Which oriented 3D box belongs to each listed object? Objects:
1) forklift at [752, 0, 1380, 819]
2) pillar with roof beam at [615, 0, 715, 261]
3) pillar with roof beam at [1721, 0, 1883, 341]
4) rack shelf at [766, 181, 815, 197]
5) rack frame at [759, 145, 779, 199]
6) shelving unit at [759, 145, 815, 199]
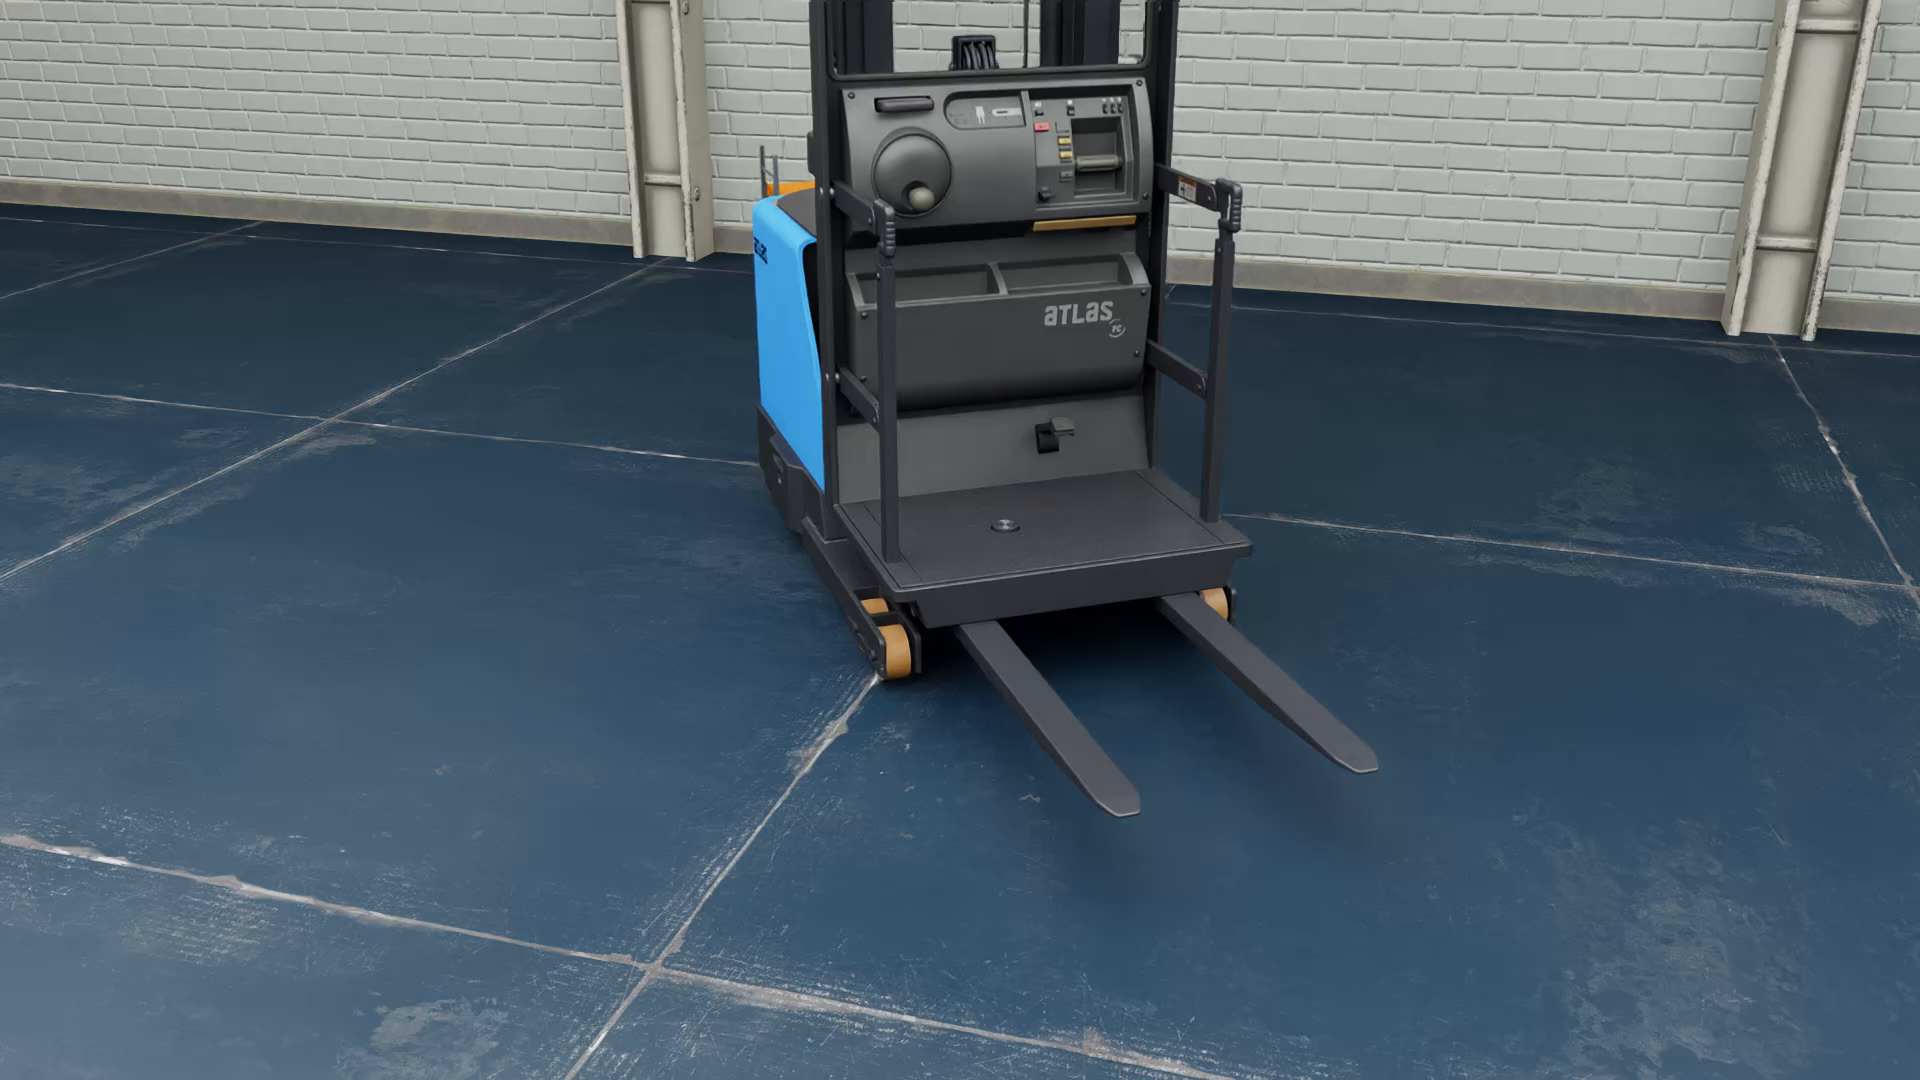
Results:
[{"bbox_3d":[0.189,-1.121,4.641,1.130,2.935,3.031,-7,23,-17],"label":"forklift"},{"bbox_3d":[-2.946,-4.310,4.419,0.400,9.000,9.100,7,23,16],"label":"pillar with roof beam"},{"bbox_3d":[2.799,-3.652,2.816,0.400,9.000,9.100,7,23,16],"label":"pillar with roof beam"},{"bbox_3d":[-0.471,-1.264,6.235,0.480,0.148,0.258,-7,23,-17],"label":"rack shelf"},{"bbox_3d":[-0.702,-0.871,6.311,0.015,1.200,0.240,-7,23,-17],"label":"rack frame"},{"bbox_3d":[-0.471,-0.900,6.384,0.503,1.200,0.258,-7,23,-17],"label":"shelving unit"}]
